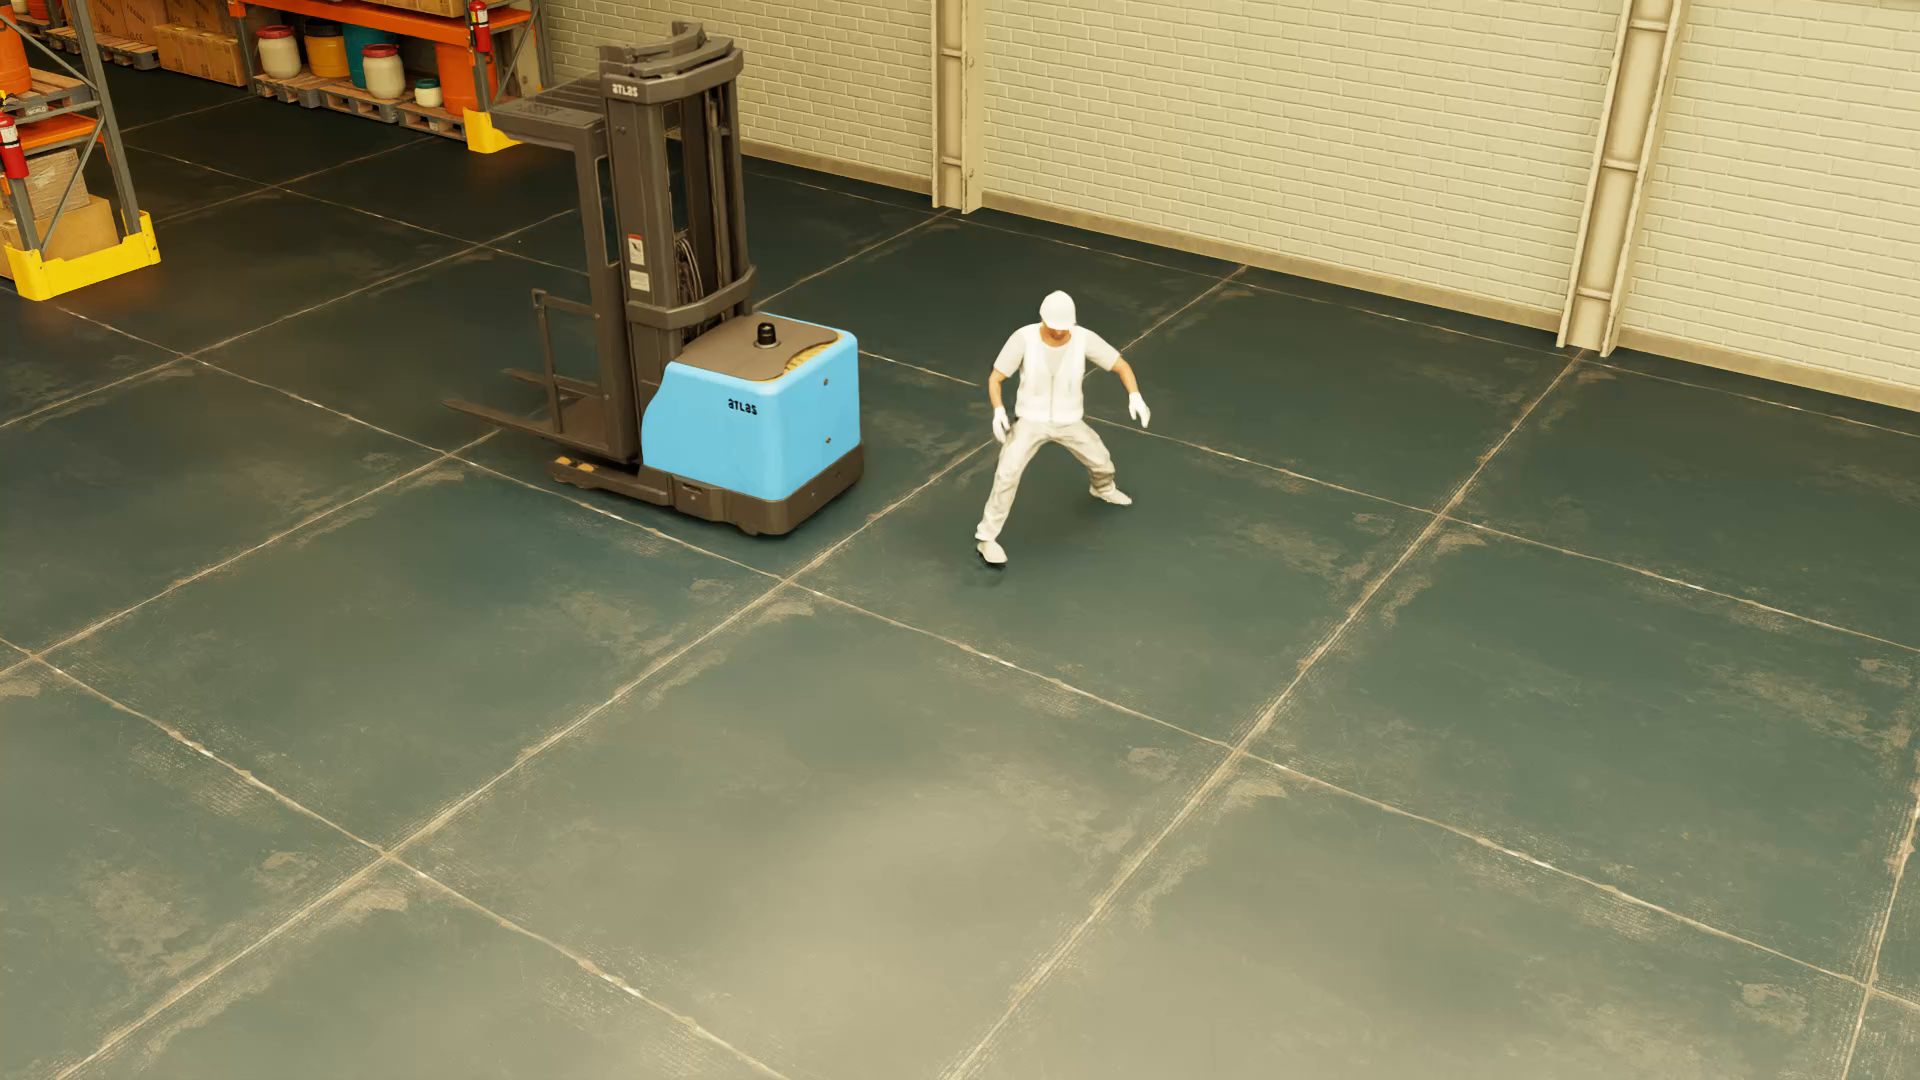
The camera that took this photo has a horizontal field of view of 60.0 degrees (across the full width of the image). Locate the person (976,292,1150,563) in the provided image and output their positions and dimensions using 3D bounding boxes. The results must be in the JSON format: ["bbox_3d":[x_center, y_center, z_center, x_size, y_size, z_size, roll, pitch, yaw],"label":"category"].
[{"bbox_3d":[0.619,-0.741,10.223,1.077,1.617,0.982,-2,30,-3],"label":"person"}]

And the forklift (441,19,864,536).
[{"bbox_3d":[-2.180,-1.819,10.714,3.031,2.935,1.130,16,34,25],"label":"forklift"}]
